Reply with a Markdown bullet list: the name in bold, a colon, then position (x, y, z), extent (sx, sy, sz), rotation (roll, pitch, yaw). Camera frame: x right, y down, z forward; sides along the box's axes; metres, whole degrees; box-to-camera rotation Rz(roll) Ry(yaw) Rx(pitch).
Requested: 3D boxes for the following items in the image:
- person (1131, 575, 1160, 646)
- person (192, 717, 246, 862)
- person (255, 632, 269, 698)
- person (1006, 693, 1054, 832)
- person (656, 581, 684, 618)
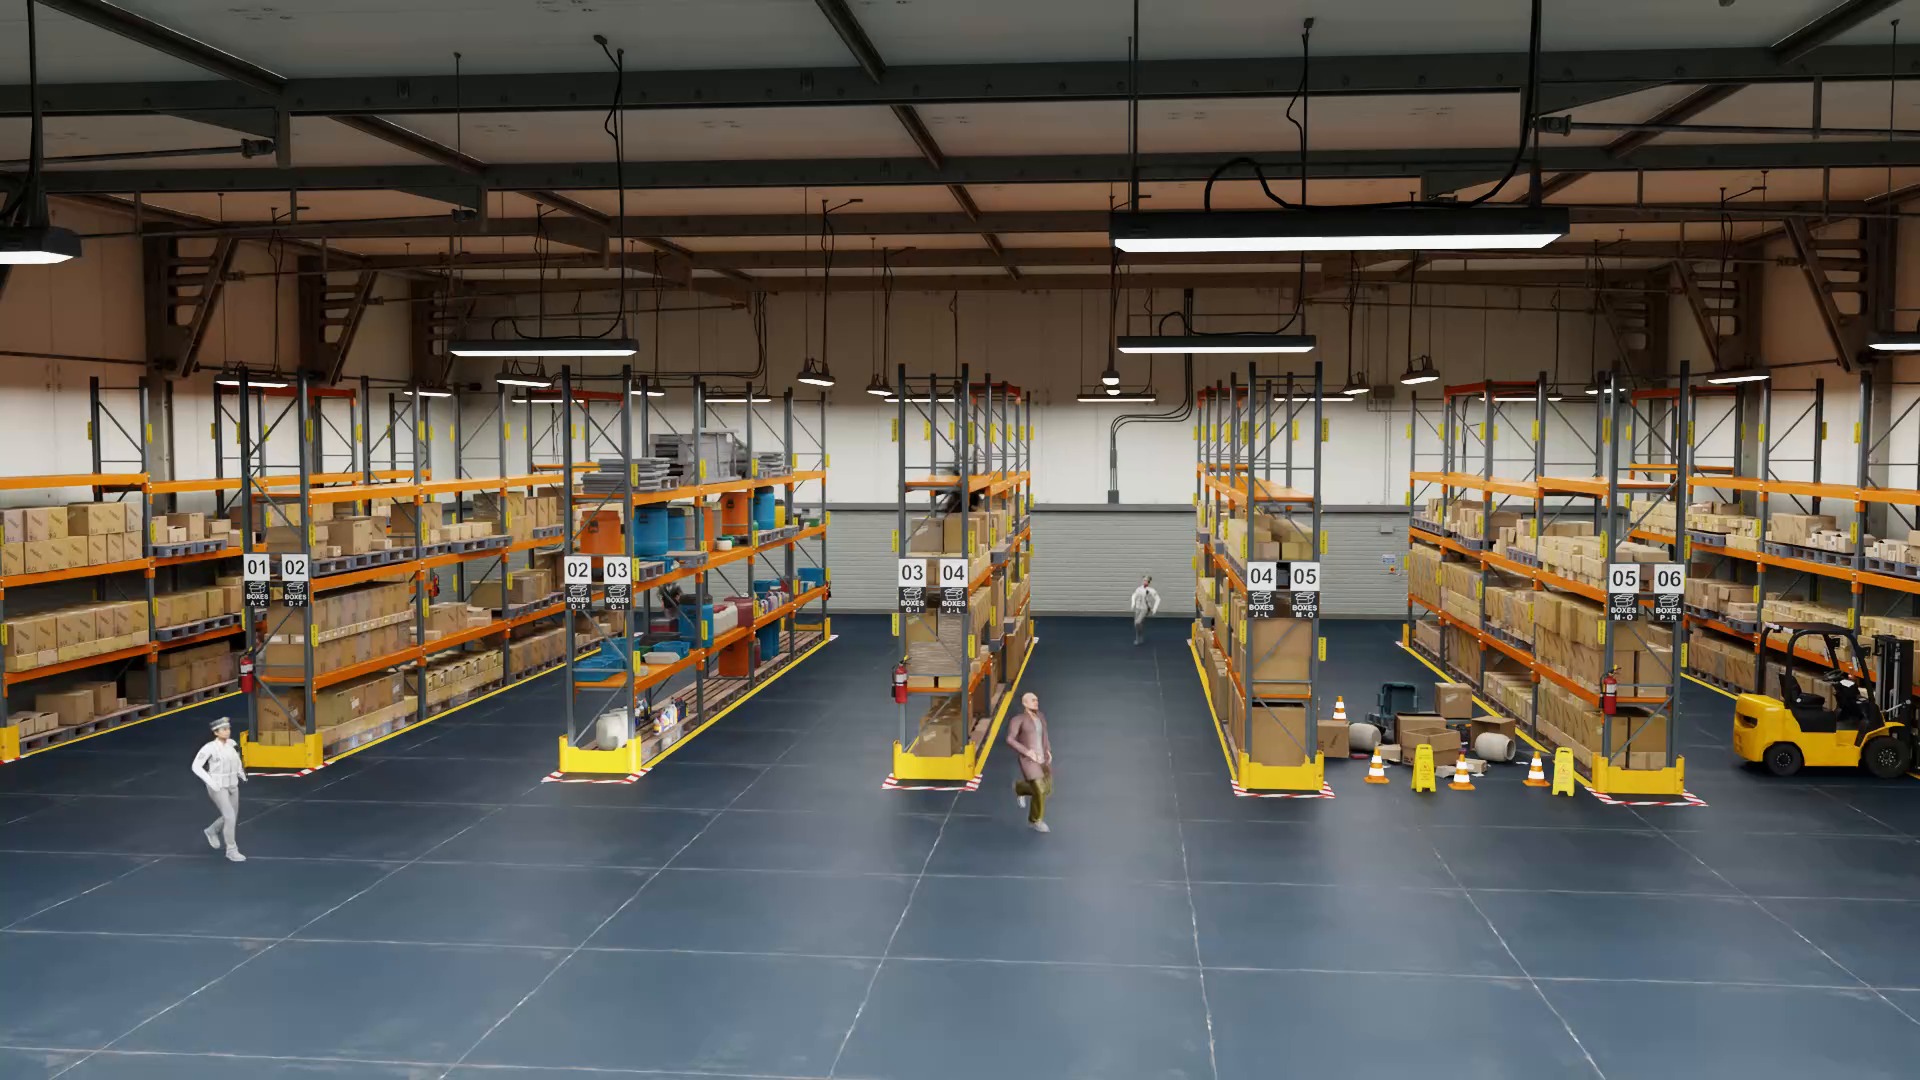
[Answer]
- **person**: position (4.305, 1.662, 39.253), extent (0.661, 1.673, 0.581), rotation (3, 5, 41)
- **person**: position (-8.710, 2.913, 19.570), extent (0.720, 1.687, 0.625), rotation (2, 4, 25)
- **person**: position (-12.058, 2.378, 28.776), extent (0.555, 1.602, 0.659), rotation (0, 4, 4)
- **person**: position (0.874, 2.797, 21.147), extent (0.718, 1.725, 0.730), rotation (3, 5, 42)
- **person**: position (-6.917, 1.618, 39.708), extent (0.672, 1.674, 0.594), rotation (0, 4, -7)
